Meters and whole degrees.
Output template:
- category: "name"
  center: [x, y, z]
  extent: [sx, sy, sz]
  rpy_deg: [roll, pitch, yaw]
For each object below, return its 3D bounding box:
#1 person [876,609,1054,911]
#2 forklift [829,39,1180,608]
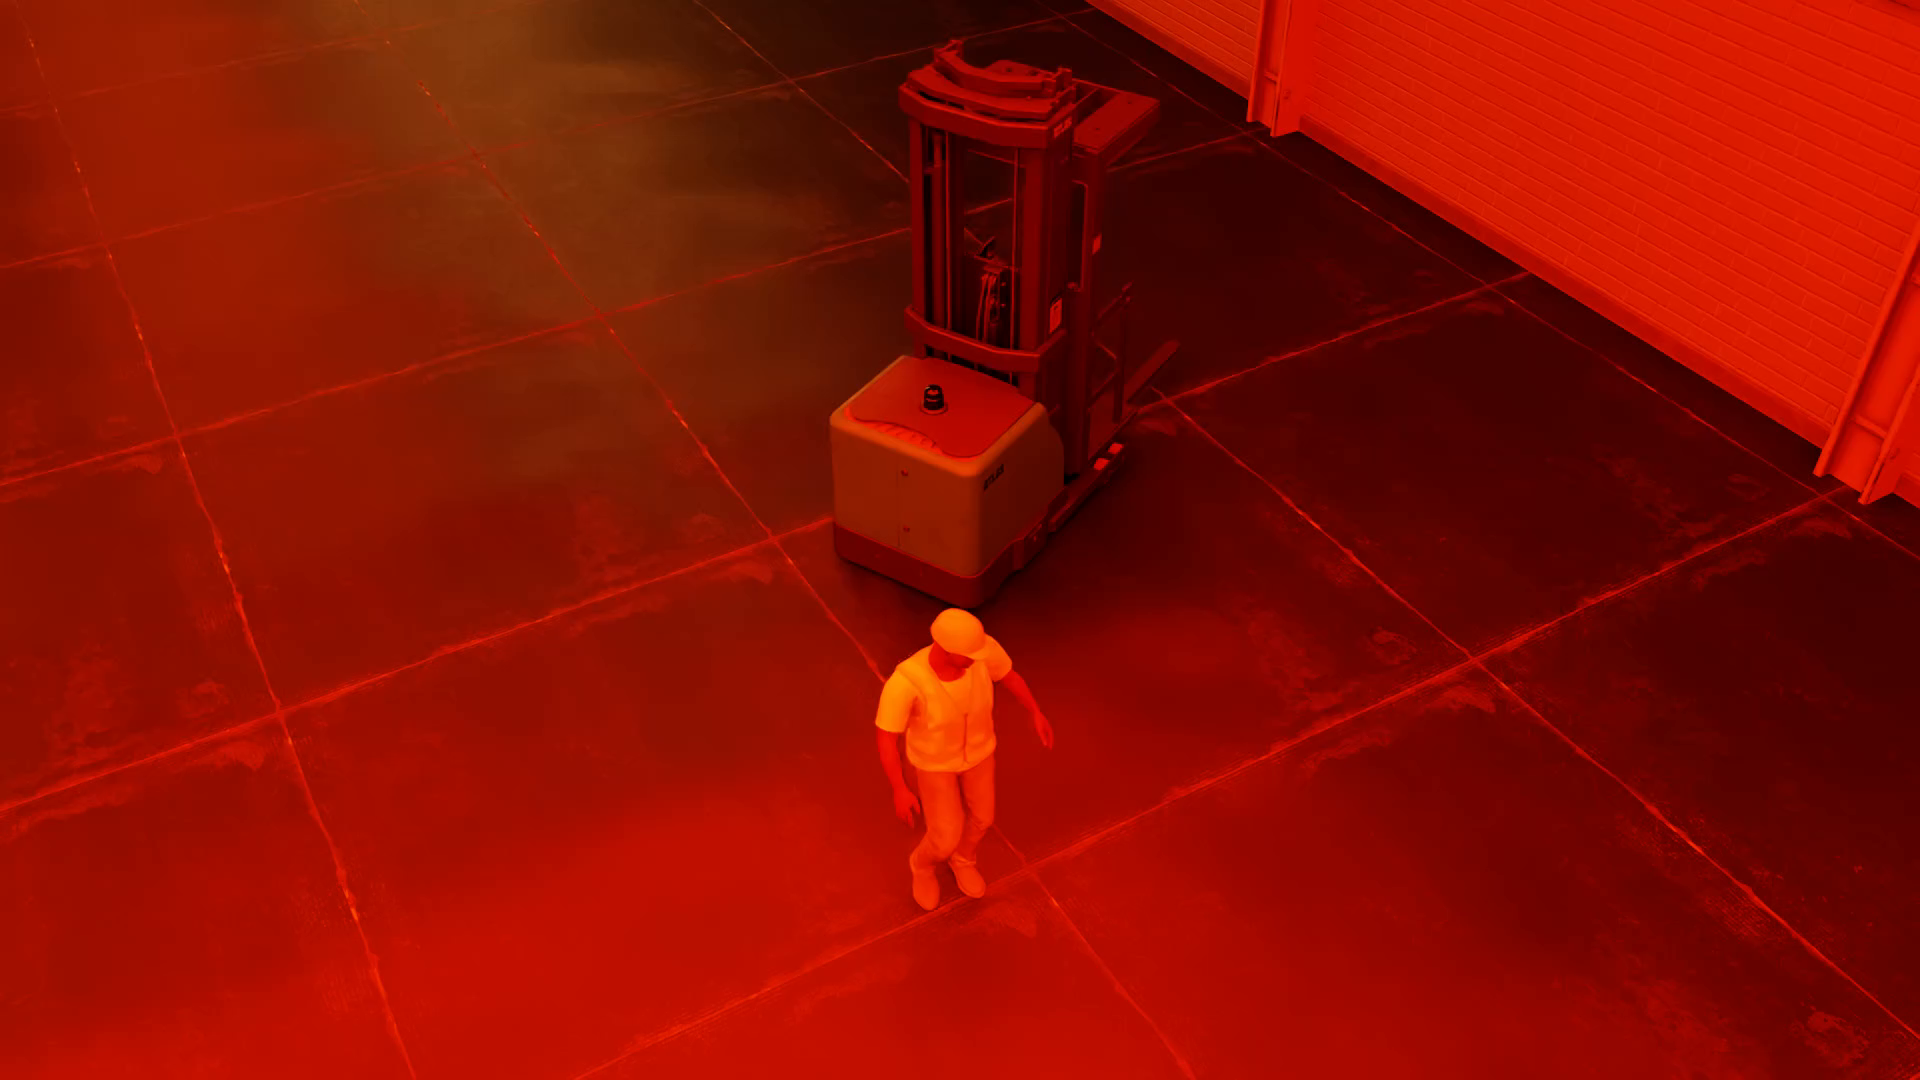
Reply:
- category: "person"
  center: [0.027, 1.014, 7.766]
  extent: [0.858, 1.761, 0.499]
  rpy_deg: [-18, 43, -21]
- category: "forklift"
  center: [0.449, -1.641, 10.014]
  extent: [1.130, 2.935, 3.031]
  rpy_deg: [22, 45, 24]
